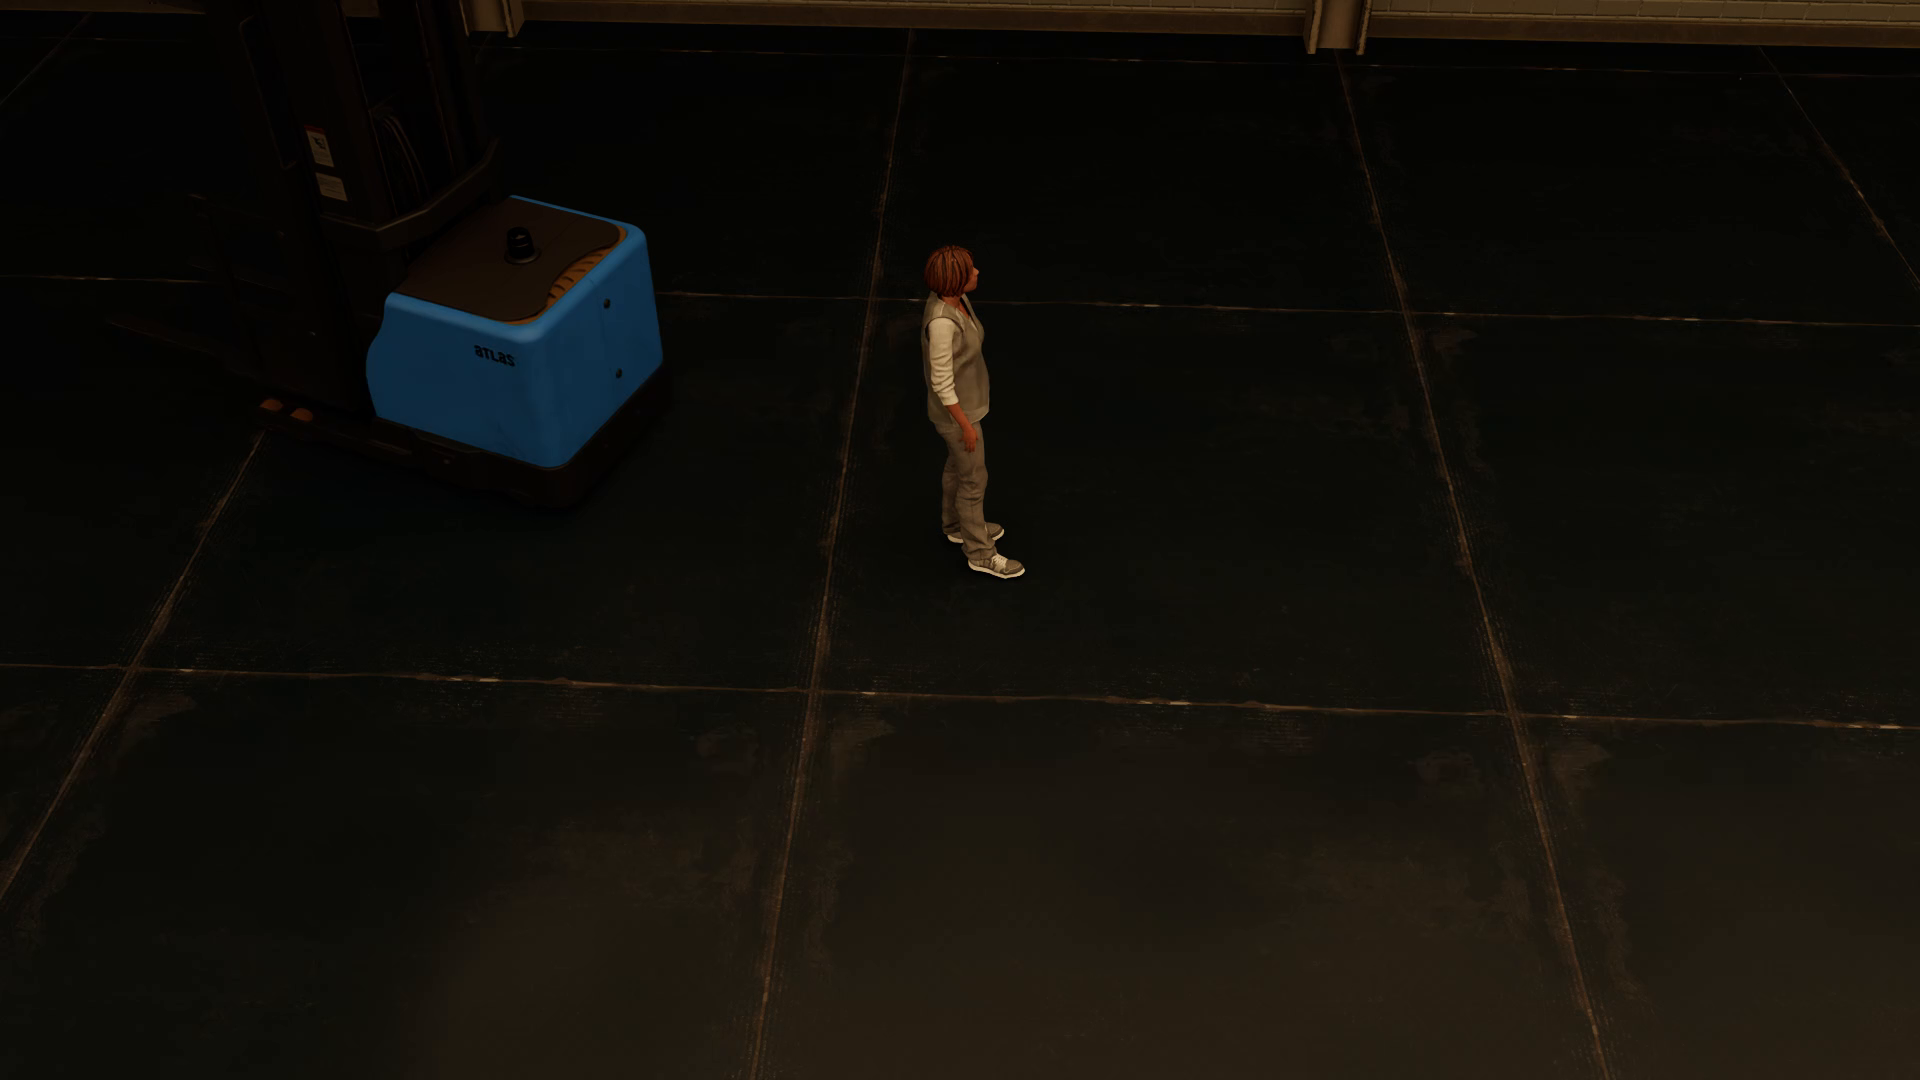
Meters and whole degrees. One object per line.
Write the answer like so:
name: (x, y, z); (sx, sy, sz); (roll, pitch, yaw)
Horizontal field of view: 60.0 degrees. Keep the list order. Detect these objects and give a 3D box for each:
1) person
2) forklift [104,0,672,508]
person: (0.073, -0.584, 7.360); (0.475, 1.596, 0.521); (2, 42, 2)
forklift: (-3.055, -1.894, 7.817); (3.031, 2.935, 1.130); (17, 45, 17)
